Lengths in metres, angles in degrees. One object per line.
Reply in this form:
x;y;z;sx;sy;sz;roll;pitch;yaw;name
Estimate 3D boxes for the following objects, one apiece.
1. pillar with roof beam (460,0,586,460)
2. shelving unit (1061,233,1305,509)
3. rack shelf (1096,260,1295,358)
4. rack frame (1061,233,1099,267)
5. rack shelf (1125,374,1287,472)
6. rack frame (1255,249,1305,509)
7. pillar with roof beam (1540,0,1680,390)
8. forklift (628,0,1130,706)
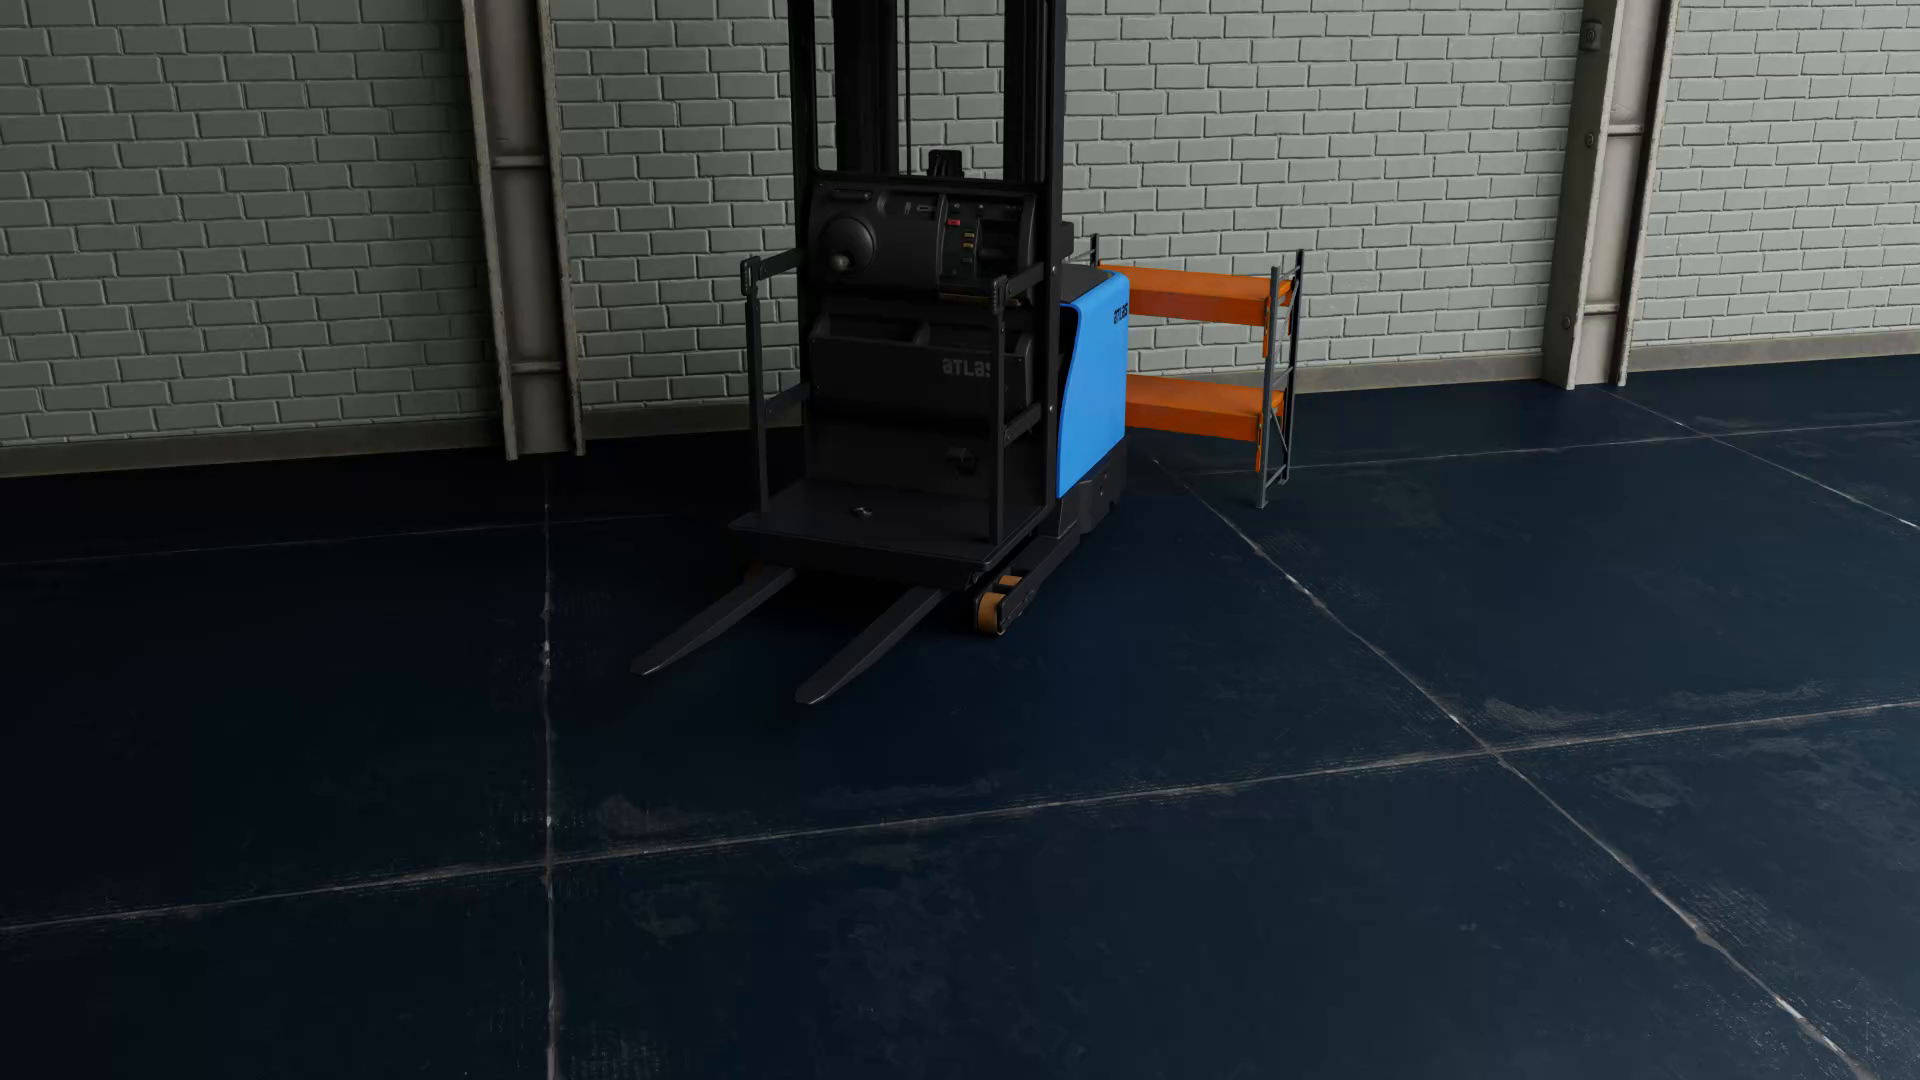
-1.151;-3.255;3.118;0.400;9.000;9.100;-5;21;-12;pillar with roof beam
1.027;-0.824;7.929;1.048;1.125;0.538;9;22;23;shelving unit
1.027;-1.099;7.829;1.000;0.278;0.538;9;22;23;rack shelf
0.565;-0.897;8.129;0.032;1.125;0.500;9;22;23;rack frame
1.027;-0.595;8.014;1.000;0.278;0.538;9;22;23;rack shelf
1.489;-0.751;7.730;0.032;1.125;0.500;9;22;23;rack frame
4.688;-3.730;4.415;0.400;9.000;9.100;-5;21;-12;pillar with roof beam
-0.230;-1.175;6.261;1.130;2.935;3.031;8;21;20;forklift
